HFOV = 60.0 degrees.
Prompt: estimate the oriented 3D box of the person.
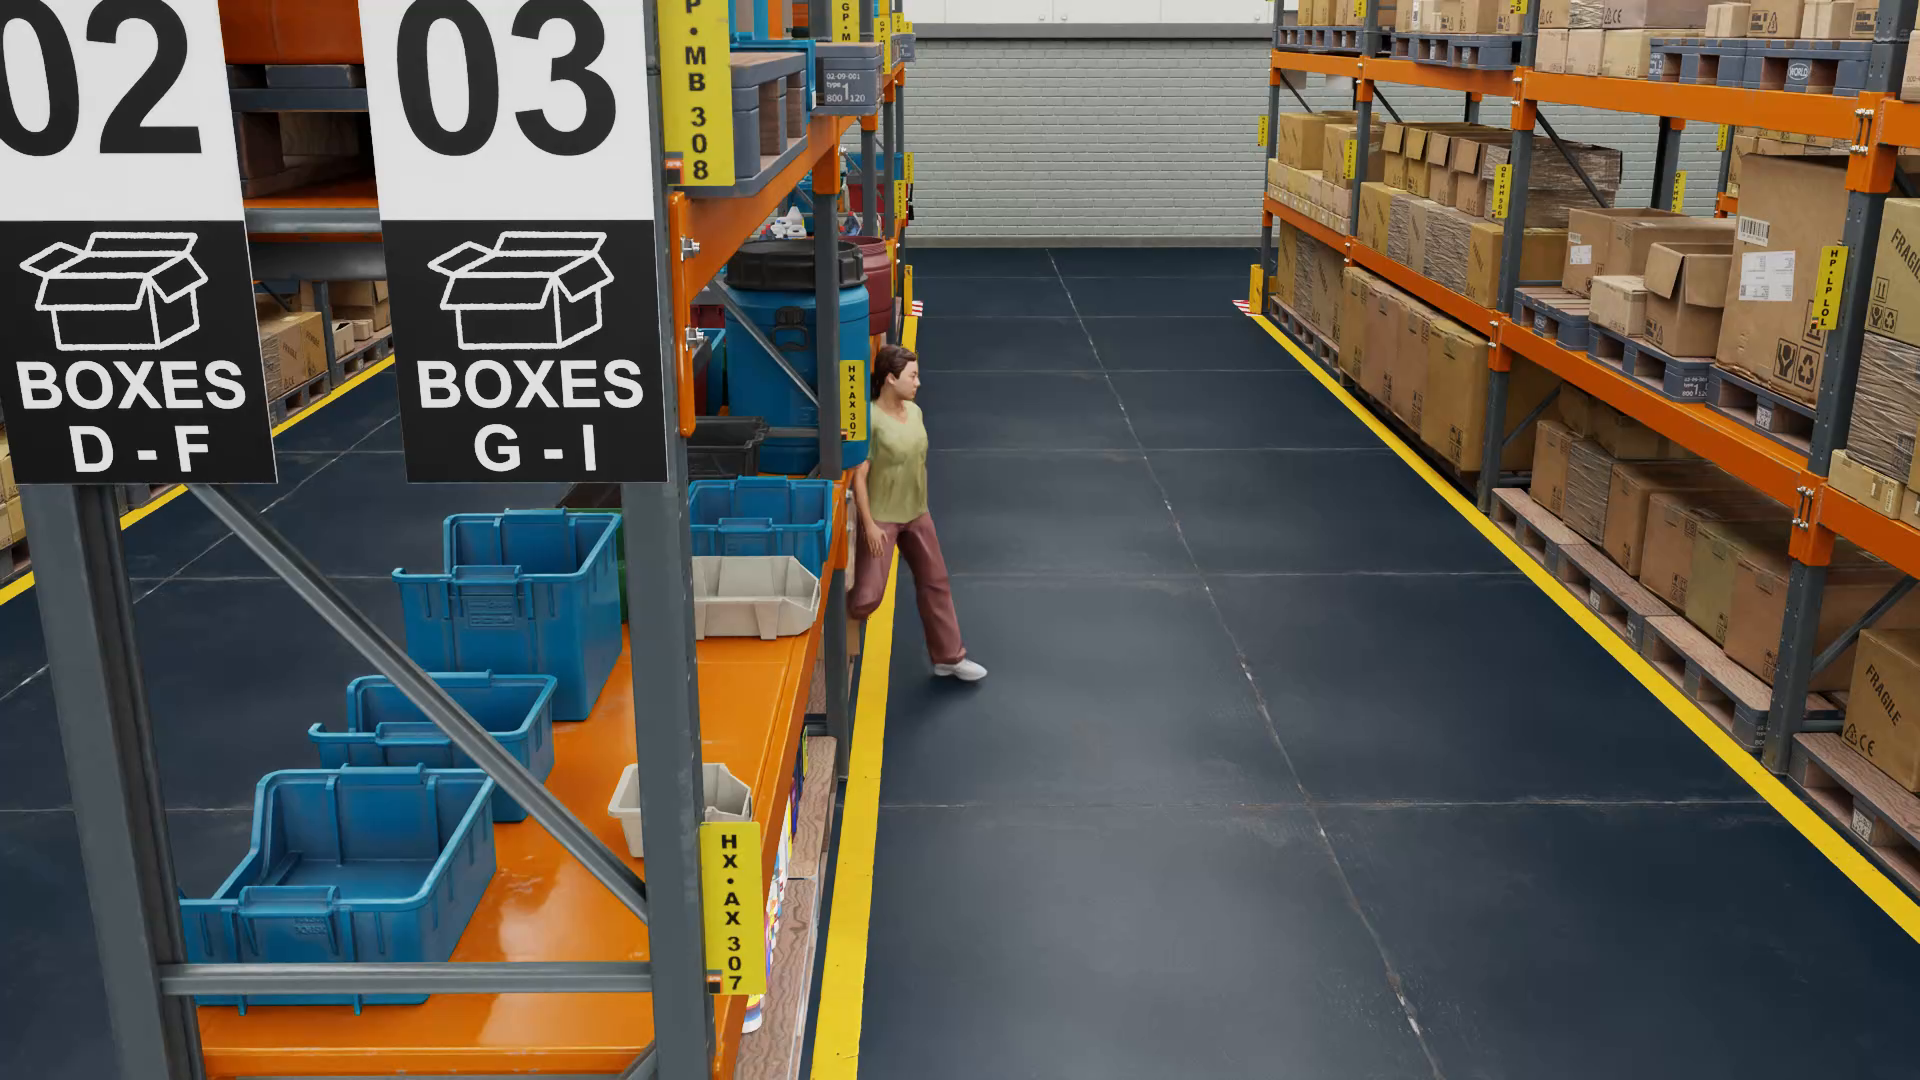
[{"bbox_3d":[-0.300,-0.105,7.882,0.618,1.646,0.671,-15,23,-40],"label":"person"}]
